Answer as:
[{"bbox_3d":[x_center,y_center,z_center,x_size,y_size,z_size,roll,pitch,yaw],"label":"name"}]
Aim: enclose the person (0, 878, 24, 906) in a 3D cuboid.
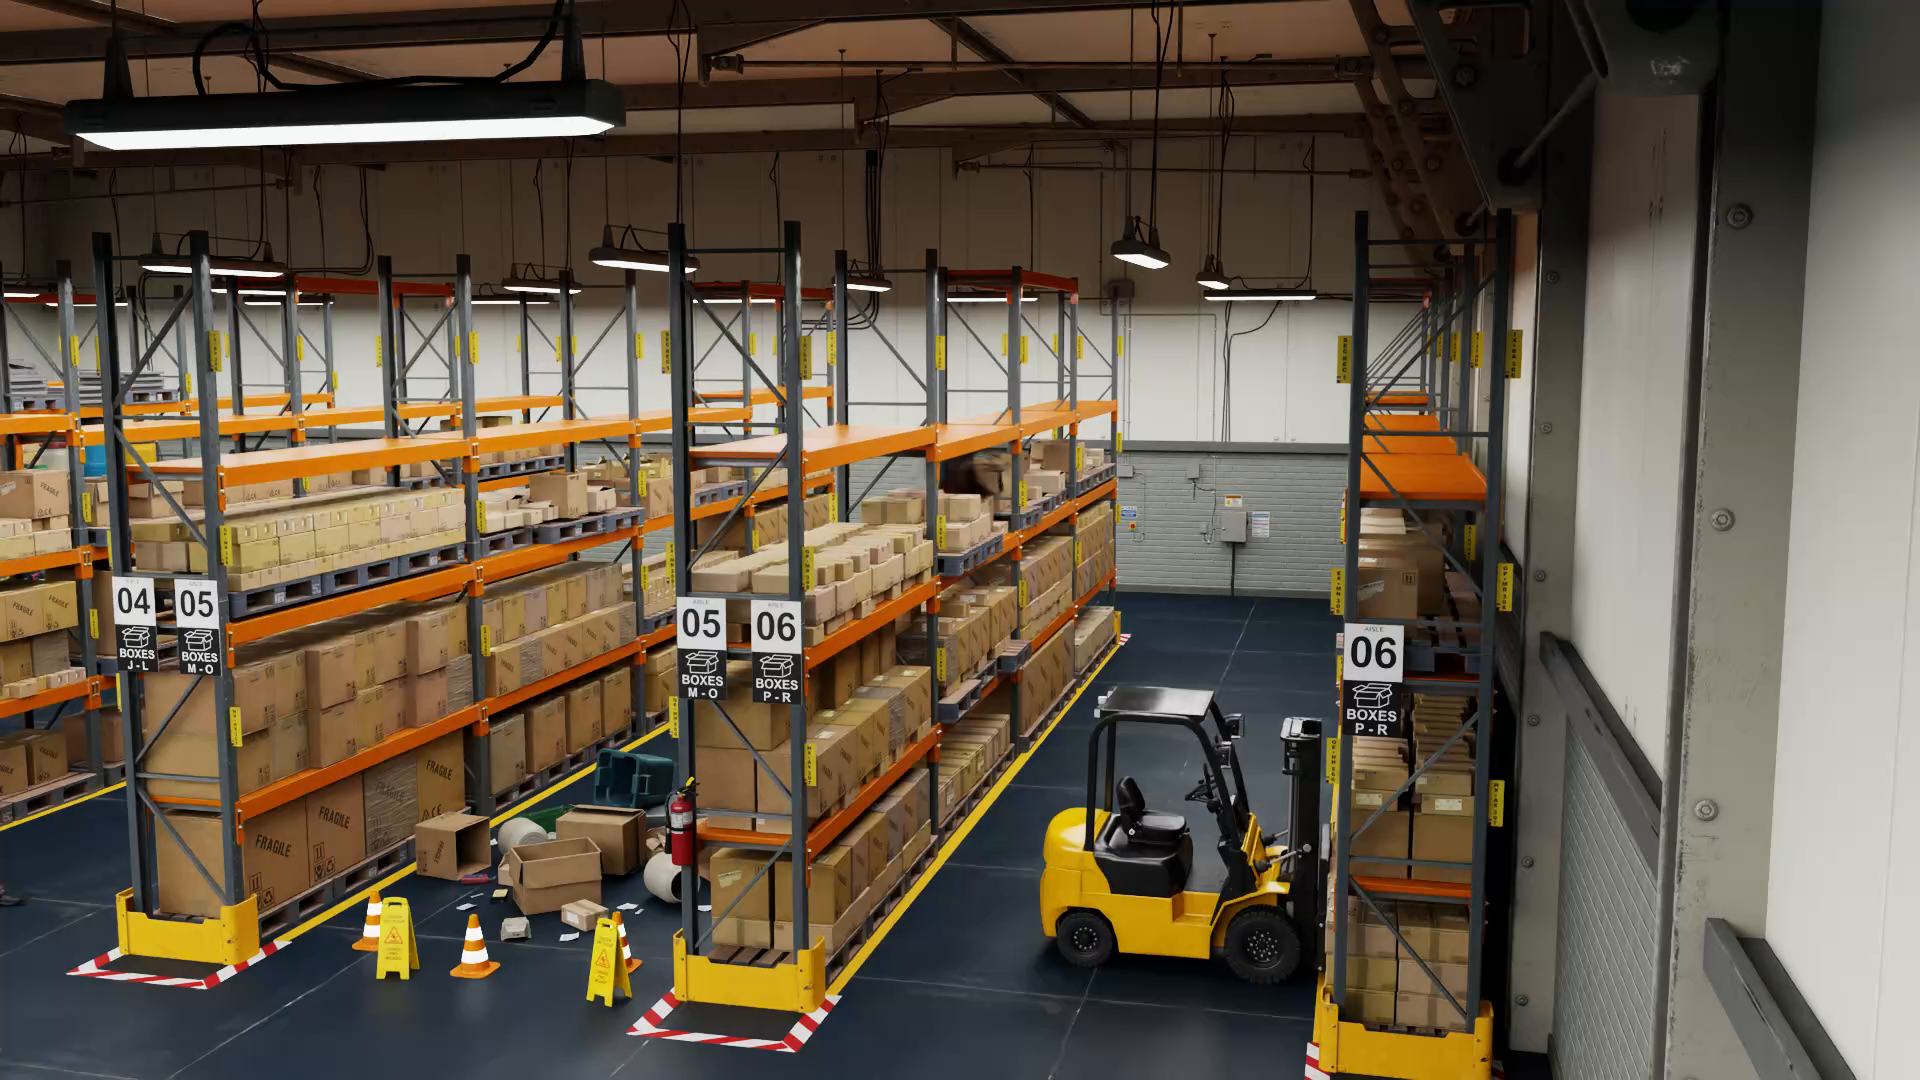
[{"bbox_3d":[-8.895,2.500,14.975,0.596,1.719,0.568,1,7,11],"label":"person"}]
